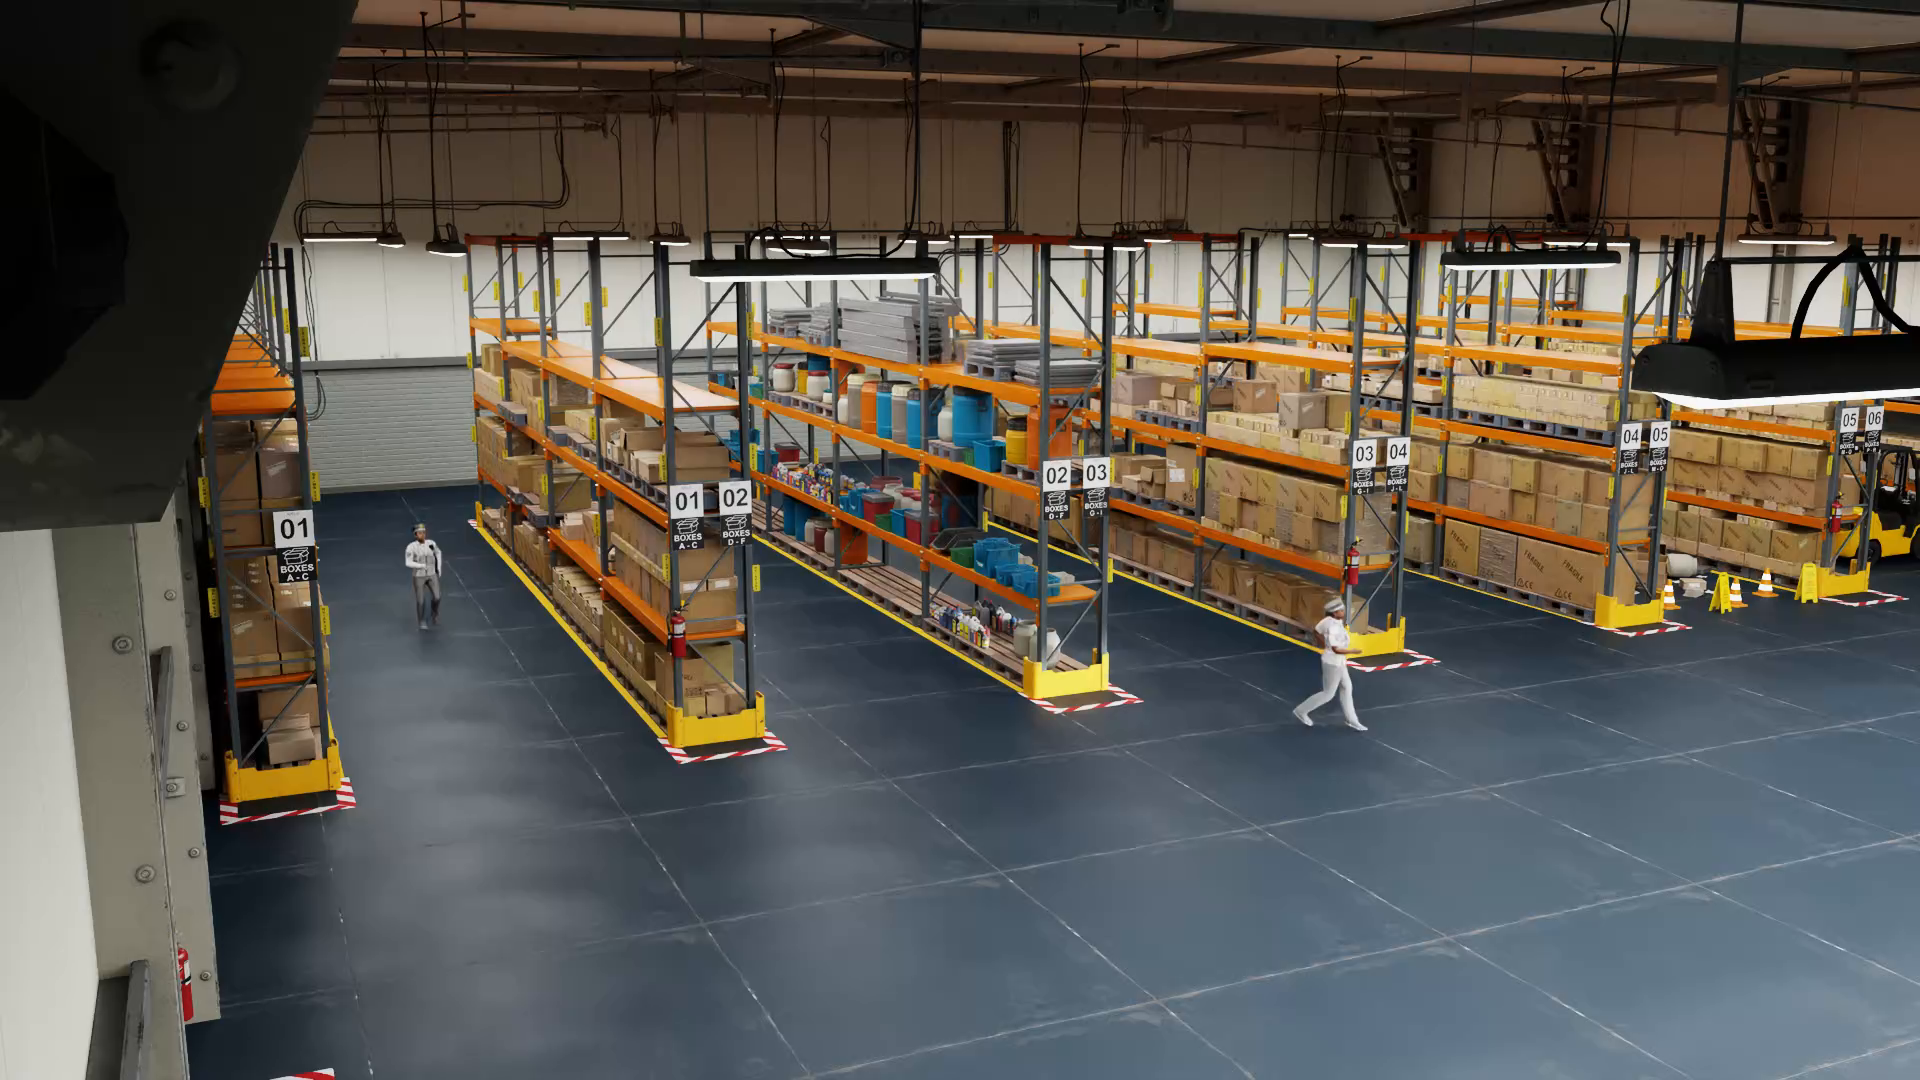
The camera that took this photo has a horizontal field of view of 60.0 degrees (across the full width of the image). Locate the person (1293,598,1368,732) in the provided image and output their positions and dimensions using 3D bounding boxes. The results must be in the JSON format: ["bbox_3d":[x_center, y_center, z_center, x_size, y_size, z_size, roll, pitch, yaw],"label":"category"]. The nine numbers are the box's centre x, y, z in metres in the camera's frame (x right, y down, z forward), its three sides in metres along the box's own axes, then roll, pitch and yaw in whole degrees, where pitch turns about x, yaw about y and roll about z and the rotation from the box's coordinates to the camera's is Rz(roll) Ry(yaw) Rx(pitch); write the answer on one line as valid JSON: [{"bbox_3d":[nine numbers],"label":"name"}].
[{"bbox_3d":[4.634,1.553,20.667,0.925,1.715,0.590,2,11,9],"label":"person"}]

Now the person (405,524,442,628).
[{"bbox_3d":[-8.266,0.569,25.776,0.616,1.678,0.612,-7,13,-33],"label":"person"}]

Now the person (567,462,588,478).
[{"bbox_3d":[-8.127,-1.266,35.500,0.548,1.570,0.813,-10,15,-42],"label":"person"}]
